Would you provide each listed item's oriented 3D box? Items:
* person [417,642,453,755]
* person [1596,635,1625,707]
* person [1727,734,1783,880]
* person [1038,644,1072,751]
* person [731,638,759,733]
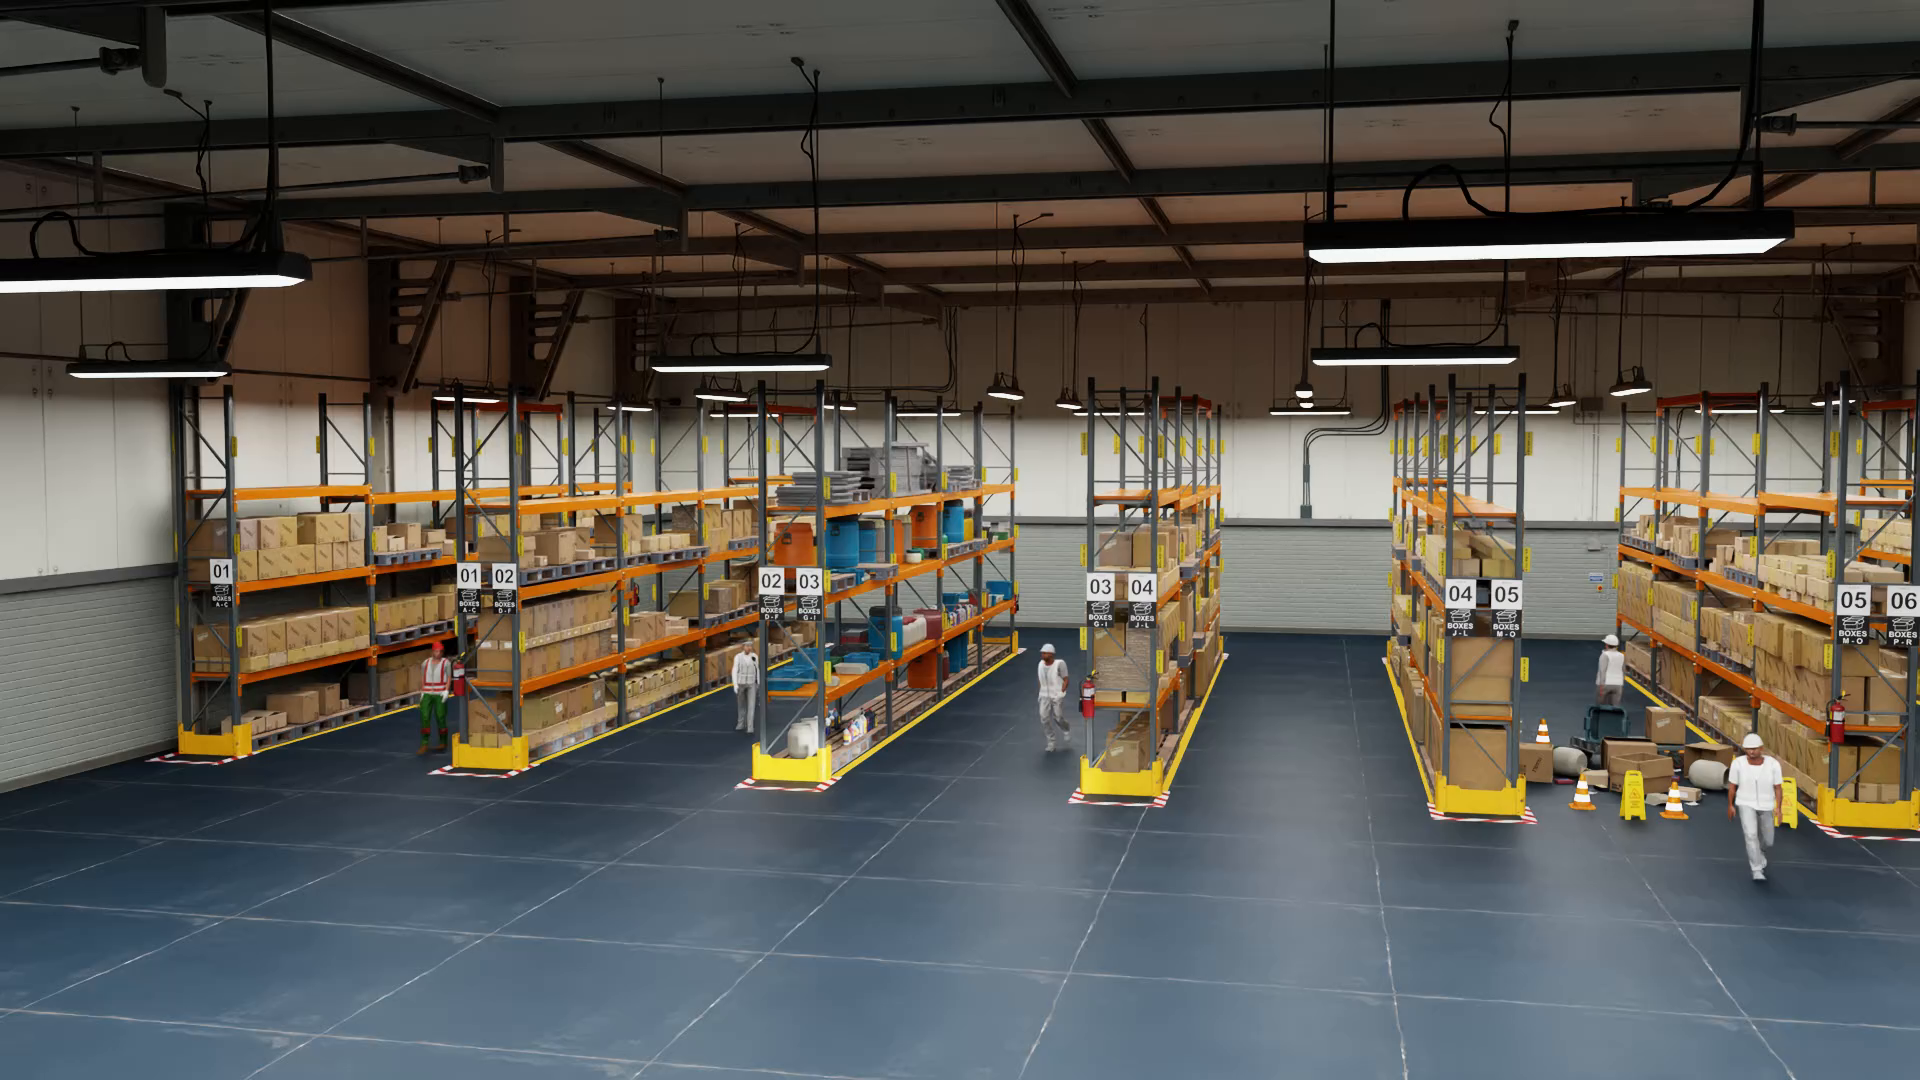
[{"bbox_3d":[-8.657,2.589,27.318,0.563,1.805,0.670,0,3,-1],"label":"person"},{"bbox_3d":[11.208,2.544,28.590,0.518,1.821,0.613,0,3,4],"label":"person"},{"bbox_3d":[9.305,3.090,19.434,0.565,1.656,1.039,1,3,17],"label":"person"},{"bbox_3d":[1.554,2.588,27.574,0.606,1.753,0.680,2,4,28],"label":"person"},{"bbox_3d":[-3.745,2.531,29.045,0.495,1.653,0.848,-1,3,-10],"label":"person"}]
